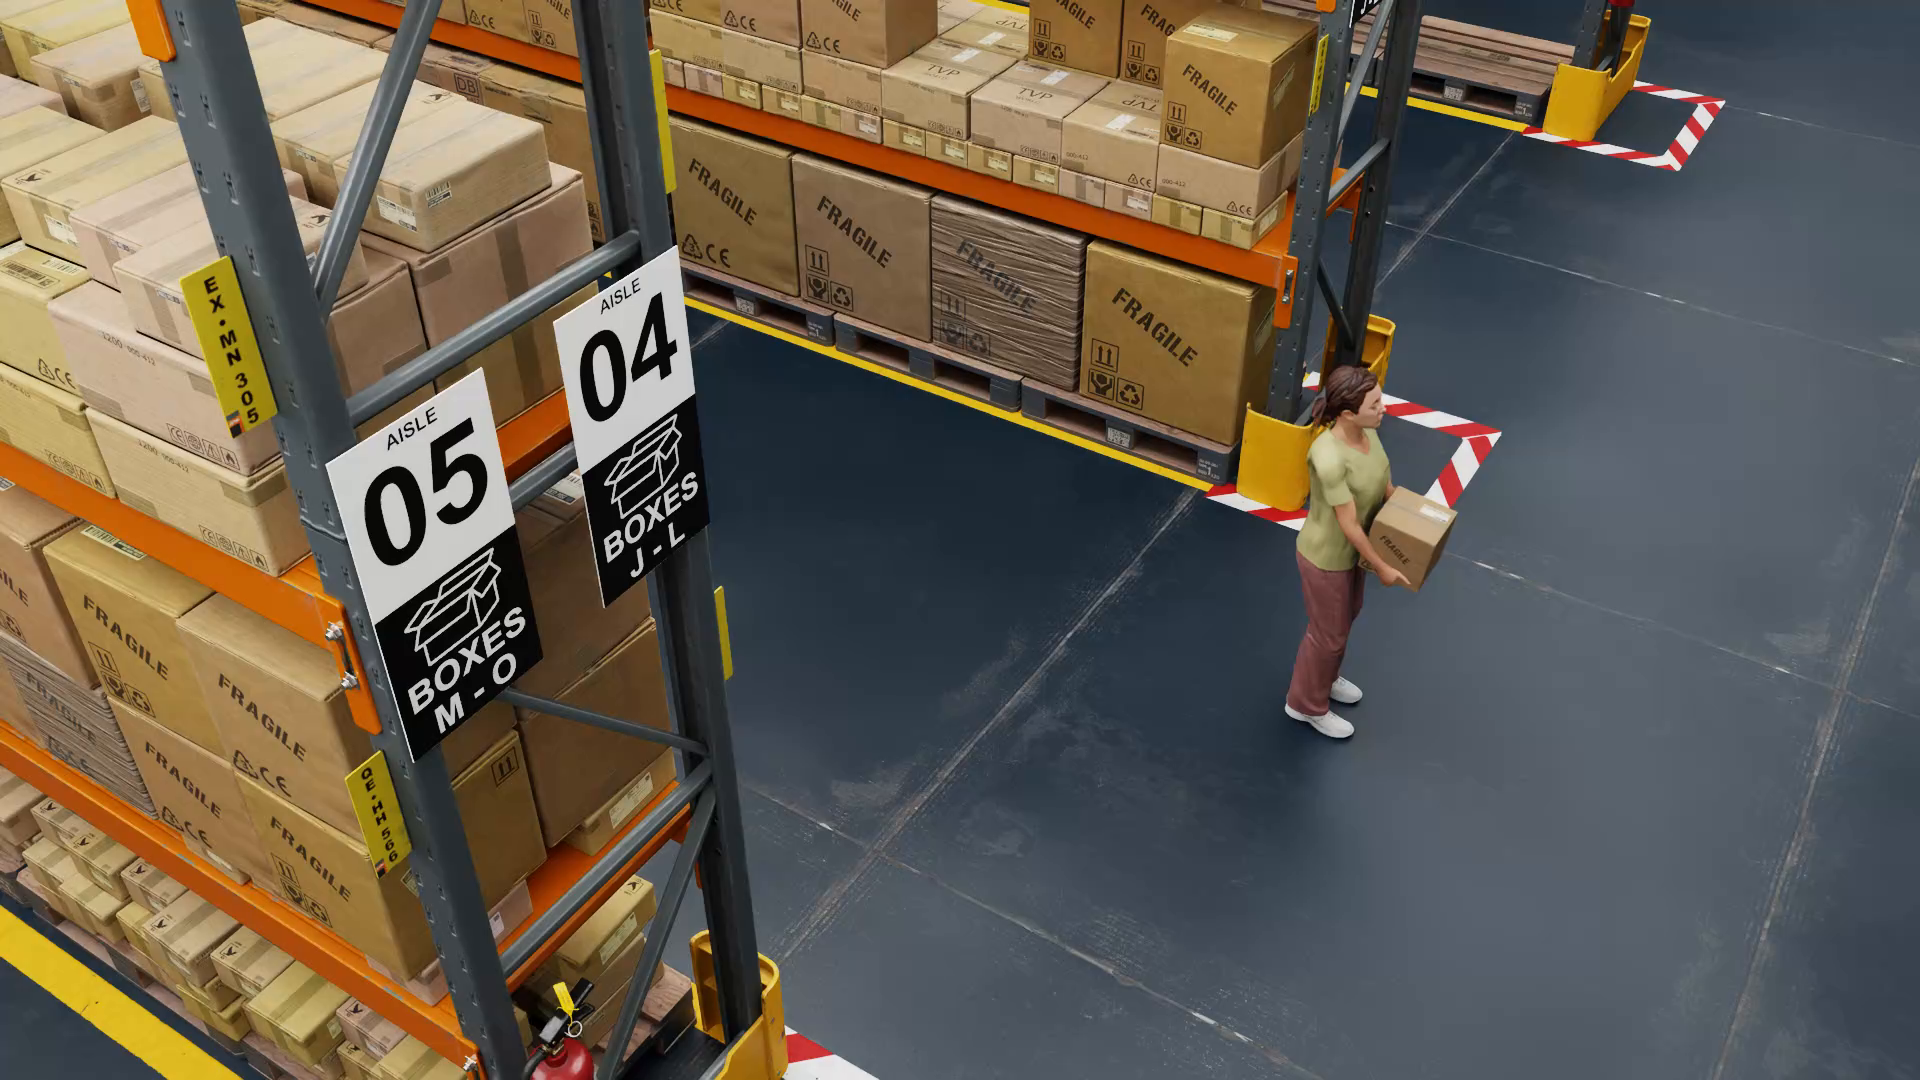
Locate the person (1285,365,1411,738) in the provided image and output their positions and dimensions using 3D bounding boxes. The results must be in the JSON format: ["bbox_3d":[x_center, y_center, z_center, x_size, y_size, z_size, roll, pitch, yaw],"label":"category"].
[{"bbox_3d":[1.564,0.066,6.607,0.548,1.667,0.421,22,43,25],"label":"person"}]
